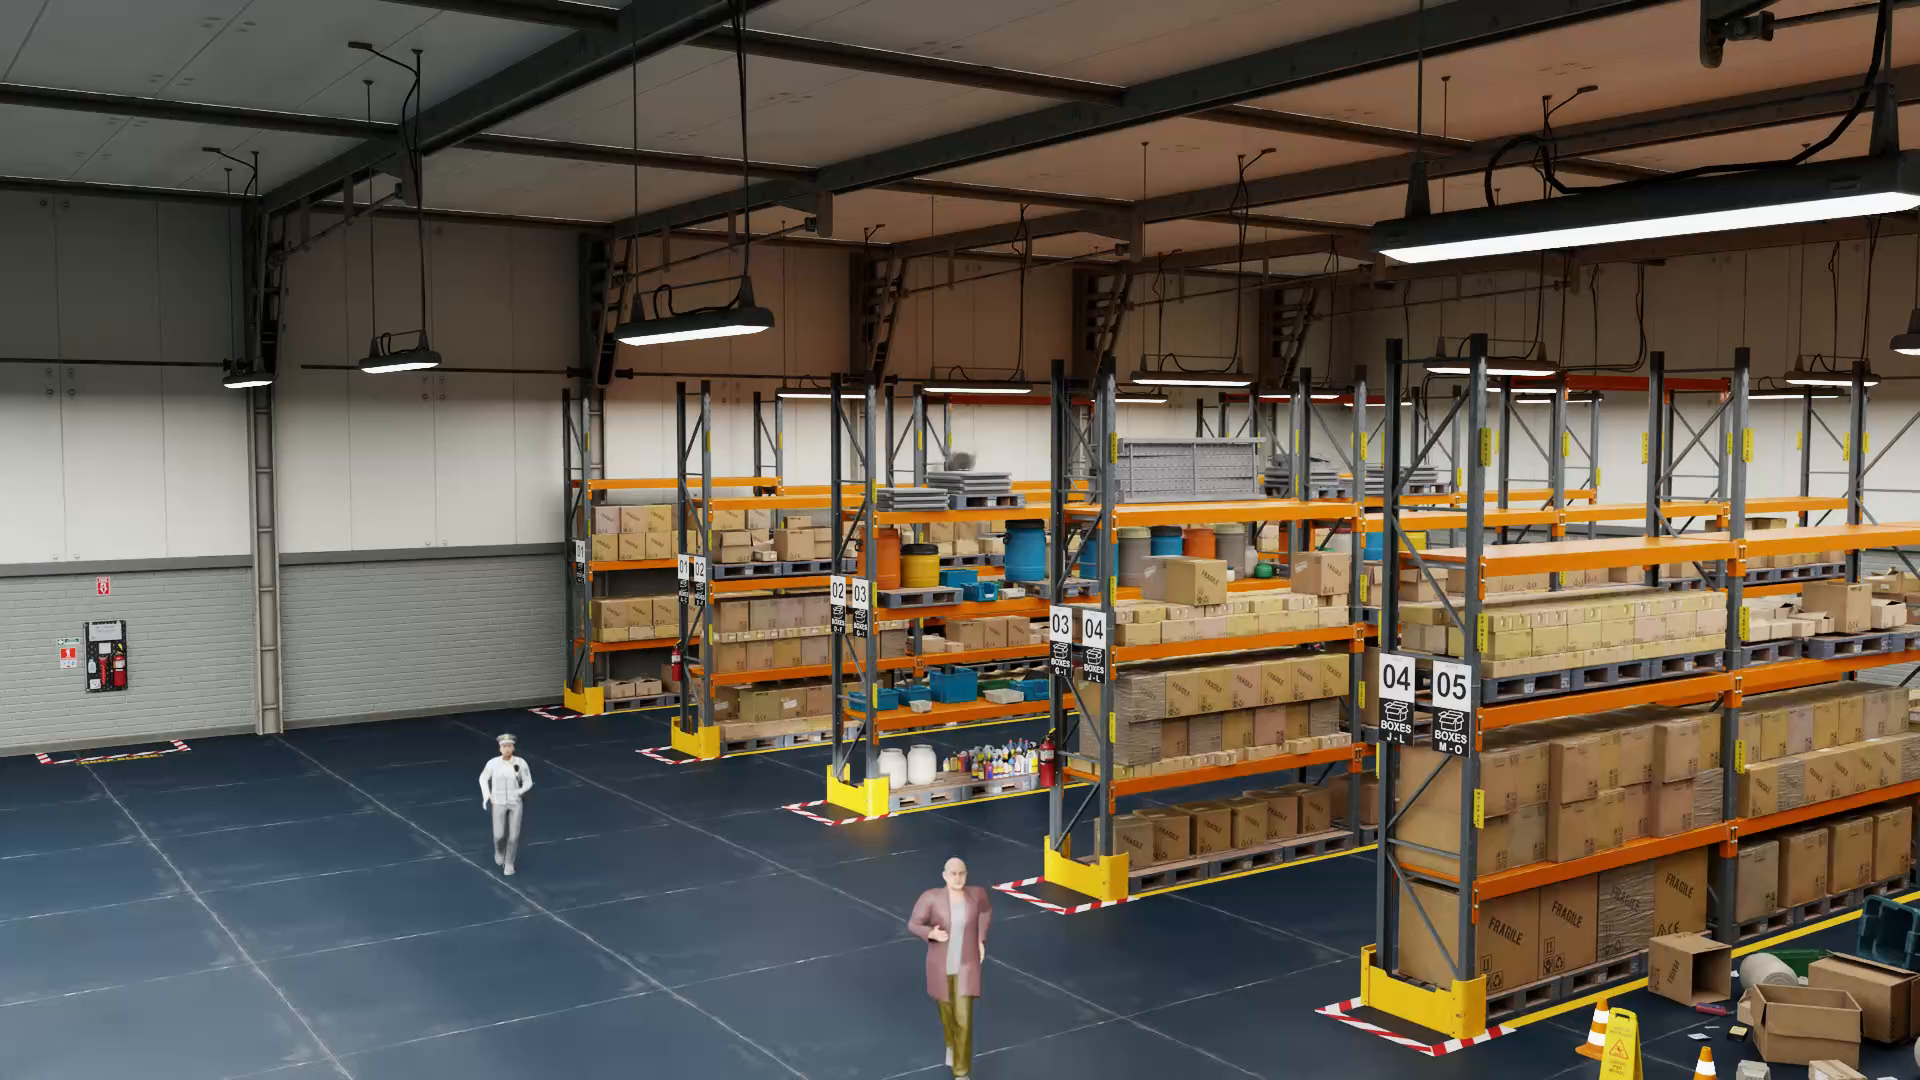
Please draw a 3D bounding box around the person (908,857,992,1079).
[{"bbox_3d":[-0.077,3.428,13.260,0.673,1.840,0.907,0,4,0],"label":"person"}]

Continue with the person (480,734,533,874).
[{"bbox_3d":[-5.296,3.090,19.422,0.605,1.659,0.535,-1,4,-15],"label":"person"}]

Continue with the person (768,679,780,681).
[{"bbox_3d":[-3.376,2.374,29.664,0.605,1.737,0.667,-4,5,-44],"label":"person"}]
